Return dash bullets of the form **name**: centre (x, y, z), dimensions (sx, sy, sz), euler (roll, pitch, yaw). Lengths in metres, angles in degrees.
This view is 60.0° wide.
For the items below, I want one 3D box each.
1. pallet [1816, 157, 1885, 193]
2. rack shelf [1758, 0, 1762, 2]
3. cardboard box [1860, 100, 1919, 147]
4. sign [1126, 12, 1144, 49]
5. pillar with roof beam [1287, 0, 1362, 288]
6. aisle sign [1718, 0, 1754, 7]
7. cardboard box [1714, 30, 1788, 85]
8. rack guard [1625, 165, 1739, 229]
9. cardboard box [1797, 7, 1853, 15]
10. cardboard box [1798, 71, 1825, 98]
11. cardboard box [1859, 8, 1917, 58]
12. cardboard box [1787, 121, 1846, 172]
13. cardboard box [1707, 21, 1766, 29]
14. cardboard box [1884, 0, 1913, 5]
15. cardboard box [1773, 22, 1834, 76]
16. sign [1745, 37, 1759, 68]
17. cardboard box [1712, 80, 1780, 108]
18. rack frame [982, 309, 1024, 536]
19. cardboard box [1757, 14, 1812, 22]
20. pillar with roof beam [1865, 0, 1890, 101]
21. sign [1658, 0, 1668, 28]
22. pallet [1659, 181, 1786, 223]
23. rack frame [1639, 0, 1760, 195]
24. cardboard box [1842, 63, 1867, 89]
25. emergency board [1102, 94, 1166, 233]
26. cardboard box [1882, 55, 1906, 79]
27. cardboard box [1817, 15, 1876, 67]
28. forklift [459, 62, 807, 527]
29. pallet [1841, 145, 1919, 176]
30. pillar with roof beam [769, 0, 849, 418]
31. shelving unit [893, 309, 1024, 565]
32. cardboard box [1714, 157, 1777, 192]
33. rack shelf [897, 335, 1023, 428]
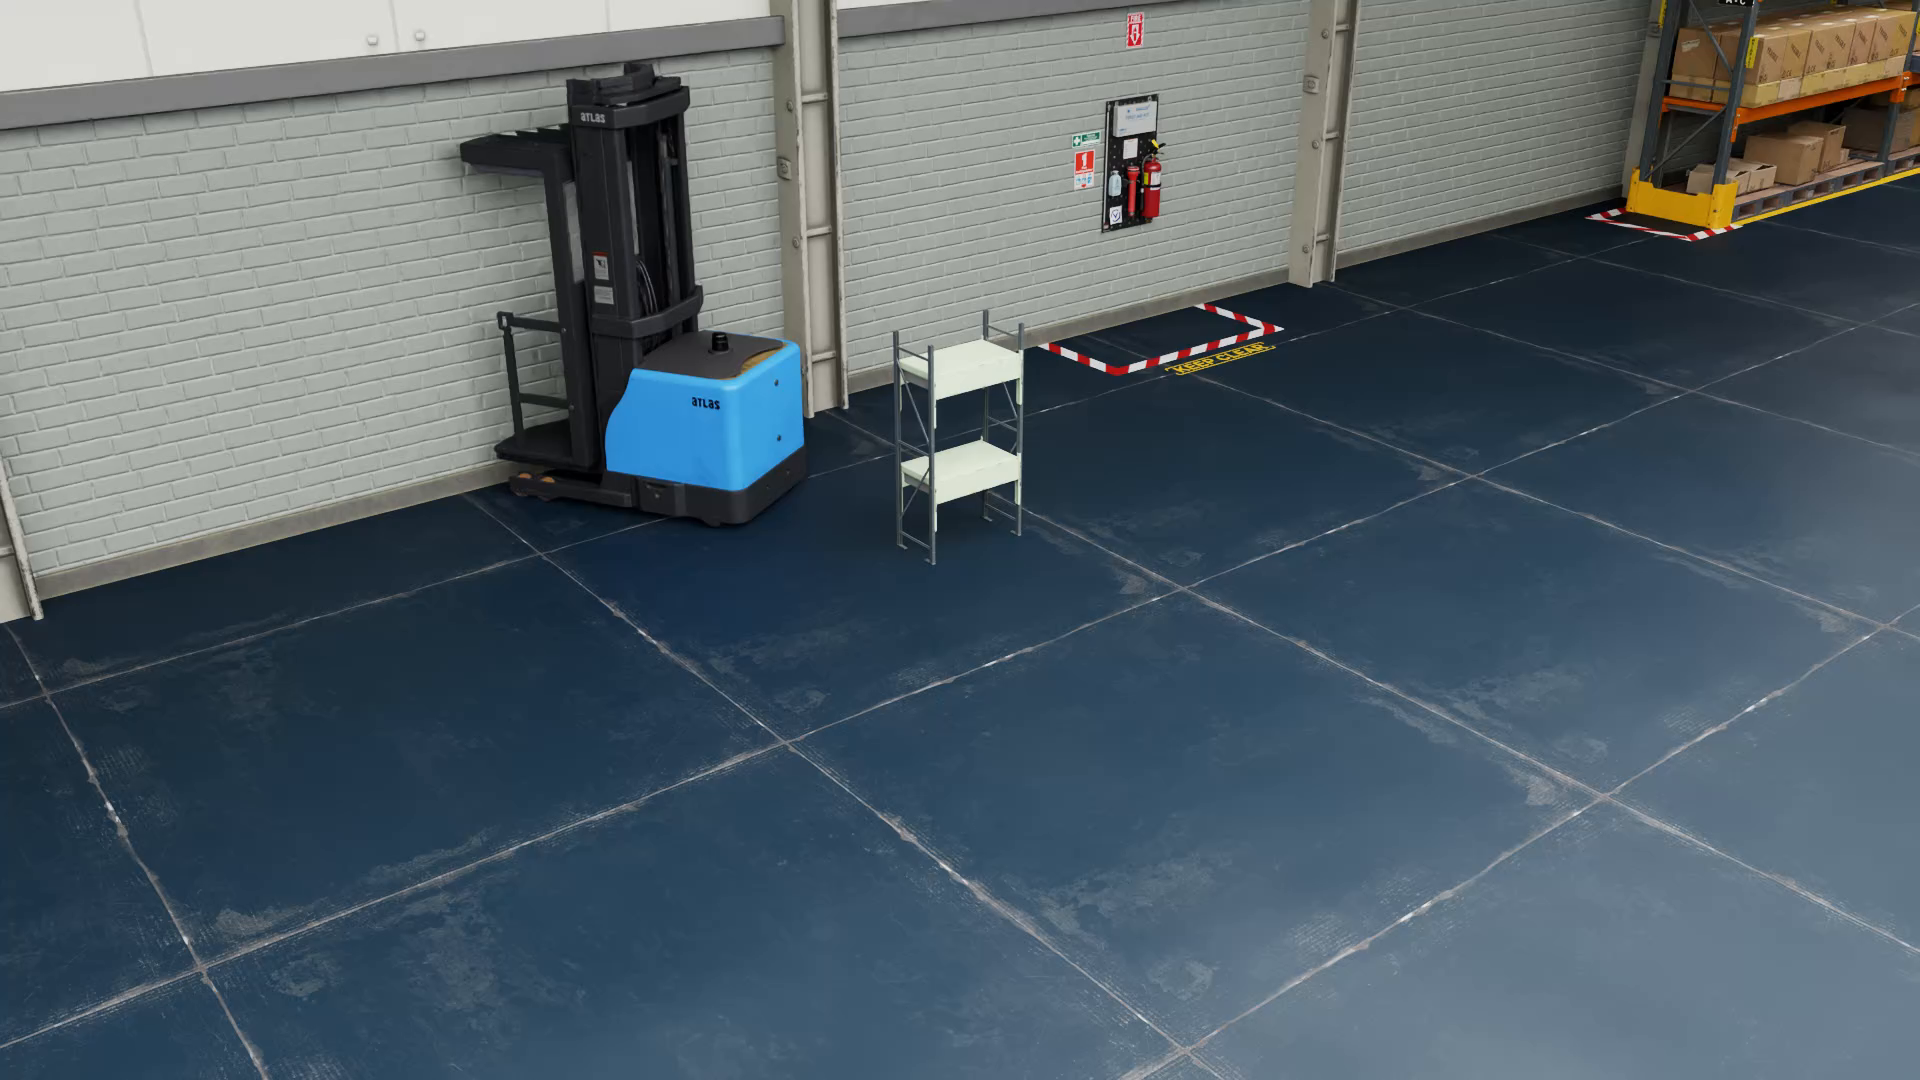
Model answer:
- **pallet**: centre (10.912, -4.677, 21.076), dimensions (1.213, 0.211, 1.003), euler (-18, 31, -34)
- **rack shelf**: centre (9.845, -6.642, 19.291), dimensions (4.000, 0.370, 1.077), euler (-18, 31, -34)
- **cardboard box**: centre (12.363, -5.541, 22.072), dimensions (0.500, 0.500, 0.700), euler (-19, 31, -35)
- **sign**: centre (1.530, -4.451, 14.525), dimensions (0.199, 0.298, 0.001), euler (-18, 31, -34)
- **pillar with roof beam**: centre (6.223, -5.293, 11.966), dimensions (0.400, 9.000, 9.100), euler (-18, 31, -34)
- **aisle sign**: centre (8.399, -6.150, 17.849), dimensions (0.004, 0.787, 0.394), euler (-18, 31, -34)
- **cardboard box**: centre (8.832, -5.394, 18.573), dimensions (0.500, 0.500, 0.500), euler (-18, 31, -34)
- **rack guard**: centre (8.330, -3.974, 19.220), dimensions (0.348, 0.500, 1.175), euler (-18, 31, -34)
- **cardboard box**: centre (10.510, -6.223, 20.359), dimensions (0.500, 0.500, 0.500), euler (-18, 31, -34)
- **cardboard box**: centre (9.655, -5.321, 19.307), dimensions (0.500, 0.250, 0.500), euler (-19, 31, -35)
- **cardboard box**: centre (11.237, -6.184, 20.274), dimensions (0.500, 0.500, 0.500), euler (-18, 31, -34)
- **cardboard box**: centre (10.626, -4.910, 20.714), dimensions (0.500, 0.500, 0.500), euler (-21, 32, -38)
- **cardboard box**: centre (8.913, -5.690, 19.211), dimensions (0.500, 0.500, 0.500), euler (-18, 30, -33)
- **cardboard box**: centre (12.284, -6.636, 21.344), dimensions (0.500, 0.500, 0.700), euler (-15, 29, -29)
- **cardboard box**: centre (9.637, -5.651, 19.127), dimensions (0.500, 0.500, 0.500), euler (-19, 31, -36)
- **sign**: centre (8.606, -5.301, 18.082), dimensions (0.005, 0.325, 0.100), euler (-18, 31, -34)
- **cardboard box**: centre (8.851, -5.051, 18.725), dimensions (0.500, 0.250, 0.500), euler (-19, 31, -35)
- **rack frame**: centre (0.283, -0.774, 11.135), dimensions (0.023, 1.500, 0.400), euler (-18, 31, -34)
- **cardboard box**: centre (9.713, -5.957, 19.785), dimensions (0.500, 0.500, 0.500), euler (-18, 30, -33)
- **pillar with roof beam**: centre (15.666, -8.411, 18.683), dimensions (0.400, 9.000, 9.100), euler (-18, 31, -34)
- **sign**: centre (7.944, -5.946, 18.748), dimensions (0.005, 0.325, 0.100), euler (-18, 31, -34)
- **pallet**: centre (8.992, -4.043, 19.710), dimensions (1.213, 0.211, 1.003), euler (-18, 31, -34)
- **rack frame**: centre (8.271, -5.089, 18.651), dimensions (0.127, 3.000, 1.000), euler (-18, 31, -34)
- **cardboard box**: centre (10.449, -5.583, 19.870), dimensions (0.500, 0.250, 0.500), euler (-18, 31, -34)
- **emergency board**: centre (1.598, -3.369, 14.946), dimensions (0.643, 1.169, 0.194), euler (-18, 31, -34)
- **cardboard box**: centre (11.233, -5.845, 20.436), dimensions (0.500, 0.250, 0.500), euler (-18, 30, -34)
- **cardboard box**: centre (10.445, -5.925, 19.716), dimensions (0.500, 0.500, 0.500), euler (-19, 31, -35)
- **forklift**: centre (-2.679, -1.803, 11.652), dimensions (3.031, 2.935, 1.130), euler (10, 27, 20)
- **pallet**: centre (12.030, -5.065, 21.914), dimensions (1.213, 0.211, 1.003), euler (-18, 31, -34)
- **pillar with roof beam**: centre (1.501, -3.735, 8.608), dimensions (0.400, 9.000, 9.100), euler (-18, 31, -34)
- **shelving unit**: centre (-0.005, -0.679, 10.931), dimensions (0.755, 1.500, 0.431), euler (-18, 31, -34)
- **cardboard box**: centre (9.319, -4.366, 19.767), dimensions (0.500, 0.311, 0.500), euler (-15, 29, -30)
- **rack shelf**: centre (-0.005, -1.033, 10.766), dimensions (0.720, 0.370, 0.431), euler (-18, 31, -34)
